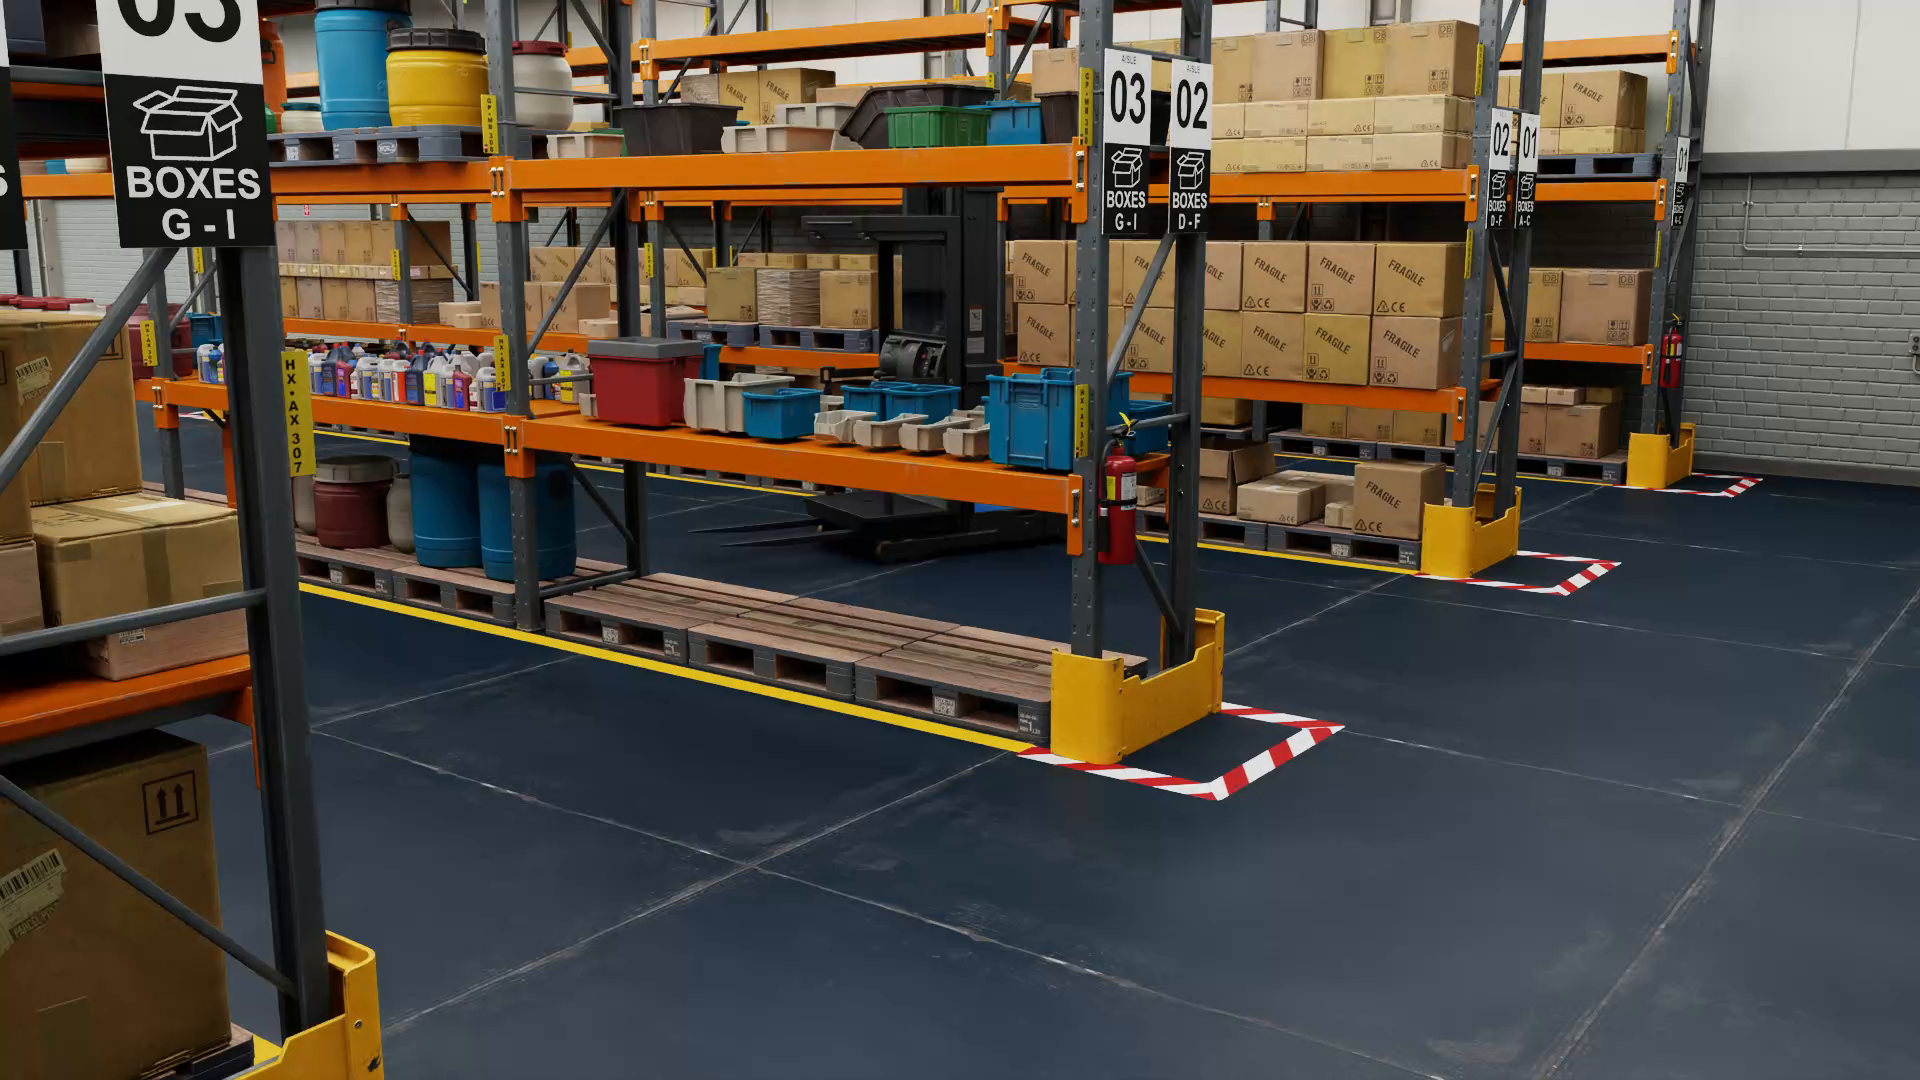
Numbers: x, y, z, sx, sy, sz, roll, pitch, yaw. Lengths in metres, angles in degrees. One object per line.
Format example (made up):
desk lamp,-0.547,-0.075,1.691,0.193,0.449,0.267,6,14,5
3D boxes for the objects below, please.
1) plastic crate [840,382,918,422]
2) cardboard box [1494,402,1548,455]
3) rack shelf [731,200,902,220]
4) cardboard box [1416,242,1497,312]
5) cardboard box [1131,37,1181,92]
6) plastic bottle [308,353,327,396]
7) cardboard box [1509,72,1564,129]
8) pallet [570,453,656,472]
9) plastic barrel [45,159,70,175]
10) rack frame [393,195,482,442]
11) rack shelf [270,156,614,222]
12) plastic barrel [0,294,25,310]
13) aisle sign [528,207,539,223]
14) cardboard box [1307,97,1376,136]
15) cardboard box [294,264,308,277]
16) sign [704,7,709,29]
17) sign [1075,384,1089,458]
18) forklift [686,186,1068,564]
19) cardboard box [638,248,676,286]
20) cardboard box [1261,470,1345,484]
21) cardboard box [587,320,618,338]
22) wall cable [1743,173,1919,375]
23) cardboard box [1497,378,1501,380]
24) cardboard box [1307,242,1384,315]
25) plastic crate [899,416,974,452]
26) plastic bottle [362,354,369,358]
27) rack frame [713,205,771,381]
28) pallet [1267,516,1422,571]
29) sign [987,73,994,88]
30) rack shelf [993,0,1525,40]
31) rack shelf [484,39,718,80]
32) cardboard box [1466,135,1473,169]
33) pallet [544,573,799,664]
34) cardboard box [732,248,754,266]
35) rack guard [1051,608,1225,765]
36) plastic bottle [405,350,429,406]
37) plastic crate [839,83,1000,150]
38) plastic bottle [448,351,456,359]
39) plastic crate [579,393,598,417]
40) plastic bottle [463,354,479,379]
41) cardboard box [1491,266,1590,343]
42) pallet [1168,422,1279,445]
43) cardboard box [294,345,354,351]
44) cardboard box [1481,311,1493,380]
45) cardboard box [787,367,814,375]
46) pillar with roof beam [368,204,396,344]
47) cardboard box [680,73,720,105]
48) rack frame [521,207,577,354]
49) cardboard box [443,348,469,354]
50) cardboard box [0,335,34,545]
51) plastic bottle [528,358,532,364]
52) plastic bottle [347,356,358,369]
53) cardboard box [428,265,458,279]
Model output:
plastic crate,-0.449,-0.746,9.272,0.300,0.233,0.416,8,13,36
cardboard box,5.696,-1.154,16.574,0.500,0.500,0.700,8,13,35
rack shelf,-1.337,-4.299,21.353,4.000,0.370,1.077,8,13,36
cardboard box,3.592,-1.927,12.198,0.500,0.500,0.500,8,14,37
cardboard box,1.710,-3.577,12.830,0.500,0.500,0.700,8,13,36
plastic bottle,-4.314,-1.123,11.266,0.135,0.276,0.152,8,13,36
cardboard box,5.574,-4.177,15.876,0.500,0.500,0.500,8,14,37
pallet,-3.295,-0.926,17.259,1.213,0.211,1.003,8,13,36
plastic barrel,-7.221,-3.436,13.676,0.708,0.901,0.600,8,13,36
rack frame,-5.878,-2.646,18.810,0.127,3.000,1.000,8,13,36
rack shelf,-3.977,-2.333,11.189,4.000,0.370,1.077,8,13,36
plastic barrel,-8.172,-1.814,14.150,0.433,0.535,0.433,0,11,0
aisle sign,-6.409,-5.093,24.614,0.004,0.787,0.394,8,13,36
cardboard box,2.825,-3.016,11.905,0.500,0.250,0.500,8,13,36
cardboard box,-7.675,-3.213,19.771,0.250,0.149,0.380,8,14,36
sign,-3.285,-6.767,21.647,0.005,0.325,0.100,8,13,36
sign,0.546,-0.533,7.458,0.005,0.325,0.100,8,13,36
forklift,-0.537,-1.379,12.443,3.031,2.935,1.130,-6,13,-30
cardboard box,-4.319,-3.828,23.290,0.500,0.500,0.500,7,13,34
cardboard box,2.717,-0.380,13.177,0.500,0.250,0.500,8,13,36
cardboard box,-3.543,-2.132,16.813,0.250,0.149,0.380,8,13,36
wall cable,8.315,-2.555,15.666,1.851,1.984,0.084,8,13,36
cardboard box,5.503,-1.547,16.894,0.250,0.149,0.380,8,14,36
cardboard box,2.864,-1.902,12.066,0.500,0.500,0.500,8,14,37
plastic crate,-0.131,-0.538,8.448,0.243,0.136,0.396,8,13,36
plastic bottle,-4.350,-1.264,12.191,0.097,0.201,0.097,0,11,0
rack frame,-2.949,-3.405,22.732,0.127,3.000,1.000,8,13,36
pallet,3.089,-0.026,12.608,1.213,0.211,1.003,8,13,36
sign,0.244,-3.581,13.348,0.005,0.325,0.100,8,13,36
rack shelf,2.182,-4.112,12.497,4.000,0.370,1.077,8,13,36
rack shelf,-4.266,-4.817,17.184,4.000,0.370,1.077,8,13,36
cardboard box,3.530,-2.793,12.065,0.500,0.250,0.500,8,13,36
pallet,-1.750,0.457,10.111,1.213,0.211,1.003,8,13,36
cardboard box,-3.204,-3.794,23.111,0.500,0.500,0.500,8,13,34
rack guard,0.886,0.689,8.152,0.348,0.500,1.175,8,13,36
plastic bottle,-3.449,-1.039,10.630,0.185,0.351,0.144,8,13,36
plastic crate,-0.210,-2.195,8.745,0.767,0.338,0.504,8,13,36
plastic bottle,-3.523,-1.183,11.588,0.097,0.271,0.097,0,11,0
plastic crate,-2.075,-0.815,9.879,0.243,0.136,0.396,8,13,36
plastic bottle,-3.349,-1.119,11.243,0.135,0.276,0.152,8,13,36
cardboard box,5.713,-2.339,16.432,0.700,0.700,0.980,8,13,35
pallet,2.832,-1.212,18.736,1.213,0.211,1.003,8,13,36
cardboard box,-7.594,-2.057,19.923,0.500,0.500,0.500,8,13,36
cardboard box,3.592,-1.436,12.293,0.500,0.500,0.500,8,14,37
cardboard box,-1.900,-2.263,22.252,0.500,0.500,0.700,8,13,34
pillar with roof beam,-12.481,-6.869,24.844,0.548,9.000,9.100,8,13,36
cardboard box,-2.307,-4.159,15.837,0.500,0.500,0.500,8,13,36
rack frame,-6.173,-3.855,25.056,0.127,3.000,1.000,8,13,36
cardboard box,-6.067,-1.970,19.477,0.500,0.500,0.500,8,13,36
cardboard box,-2.621,-0.236,3.989,0.500,0.500,0.500,8,14,36
plastic bottle,-2.885,-1.094,11.127,0.097,0.271,0.097,0,11,0
plastic bottle,-4.052,-1.092,11.118,0.097,0.271,0.097,0,11,0
cardboard box,-5.980,-3.073,19.048,0.250,0.149,0.380,8,13,35
